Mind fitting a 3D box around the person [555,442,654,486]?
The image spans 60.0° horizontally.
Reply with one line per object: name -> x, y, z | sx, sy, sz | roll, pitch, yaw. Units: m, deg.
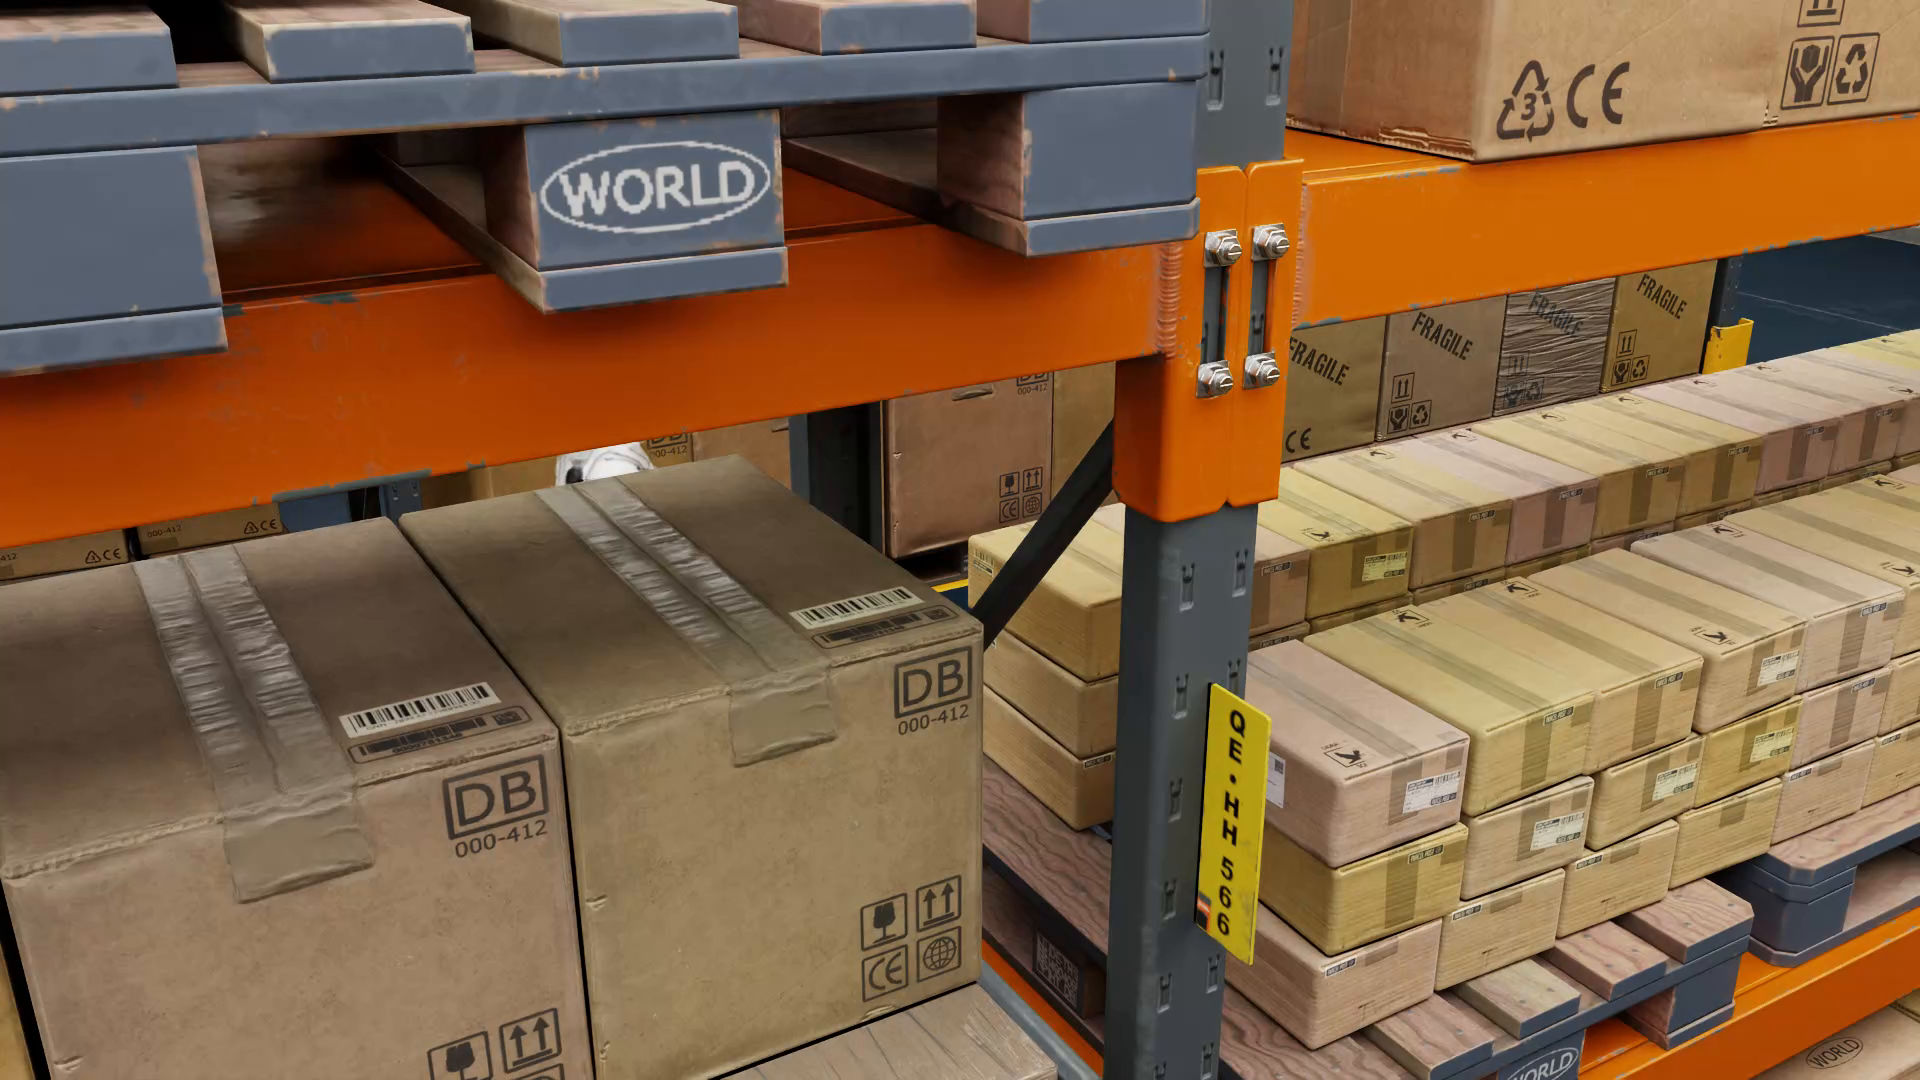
person -> -1.193, 0.198, 5.599 | 0.396, 1.656, 0.519 | -14, 26, -31
